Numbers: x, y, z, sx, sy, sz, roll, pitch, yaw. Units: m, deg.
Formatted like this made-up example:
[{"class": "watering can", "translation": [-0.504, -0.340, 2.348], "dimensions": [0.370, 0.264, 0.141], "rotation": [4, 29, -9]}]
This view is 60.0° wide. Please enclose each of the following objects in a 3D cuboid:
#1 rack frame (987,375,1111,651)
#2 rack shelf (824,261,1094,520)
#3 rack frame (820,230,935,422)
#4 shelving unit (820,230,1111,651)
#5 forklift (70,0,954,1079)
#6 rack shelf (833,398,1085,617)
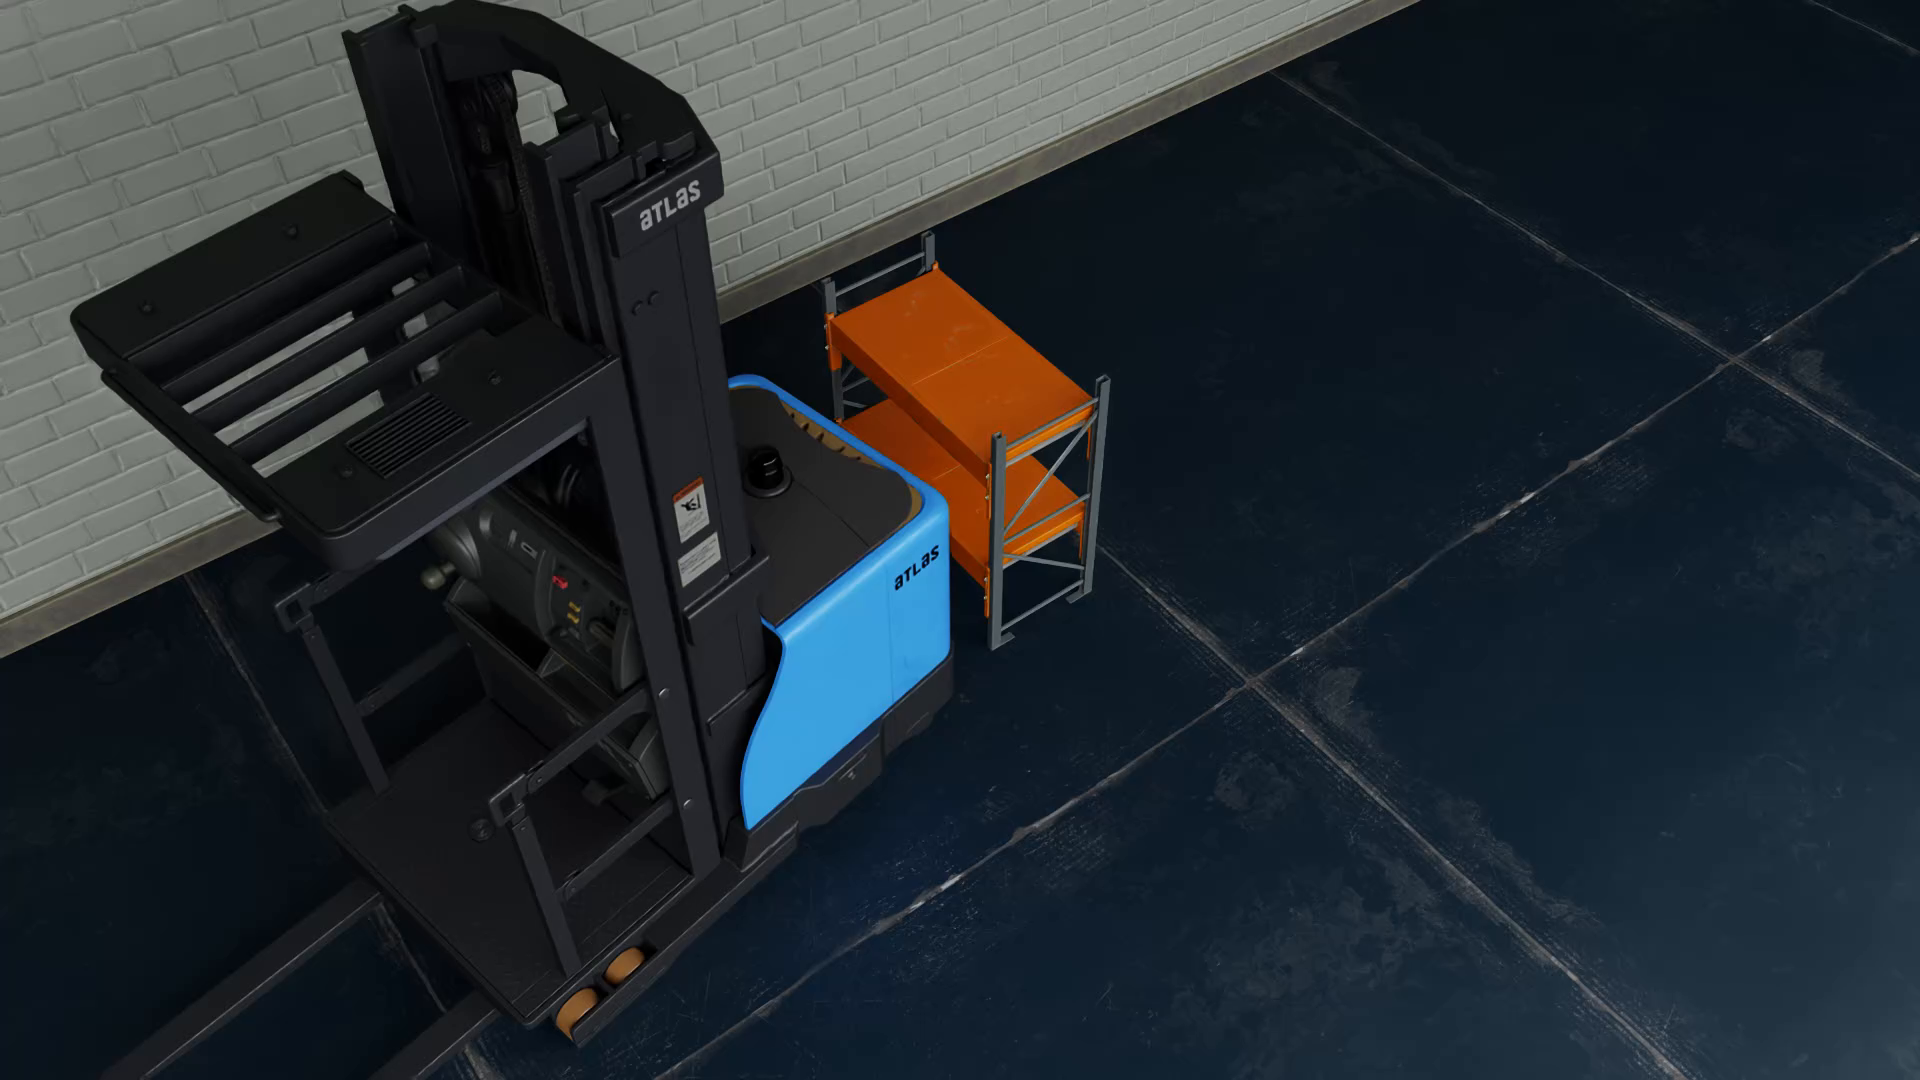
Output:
[{"class": "rack frame", "translation": [0.312, -0.074, 6.057], "dimensions": [0.500, 1.125, 0.032], "rotation": [-29, 54, -24]}, {"class": "rack shelf", "translation": [0.004, -0.570, 6.112], "dimensions": [0.538, 0.278, 1.000], "rotation": [-29, 54, -24]}, {"class": "rack frame", "translation": [-0.304, -0.674, 6.600], "dimensions": [0.500, 1.125, 0.032], "rotation": [-29, 54, -24]}, {"class": "shelving unit", "translation": [0.004, -0.374, 6.329], "dimensions": [0.538, 1.125, 1.048], "rotation": [-29, 54, -24]}, {"class": "forklift", "translation": [-1.378, 0.177, 4.610], "dimensions": [1.130, 2.935, 3.031], "rotation": [34, 56, 27]}, {"class": "rack shelf", "translation": [0.004, -0.210, 6.510], "dimensions": [0.538, 0.278, 1.000], "rotation": [-29, 54, -24]}]
